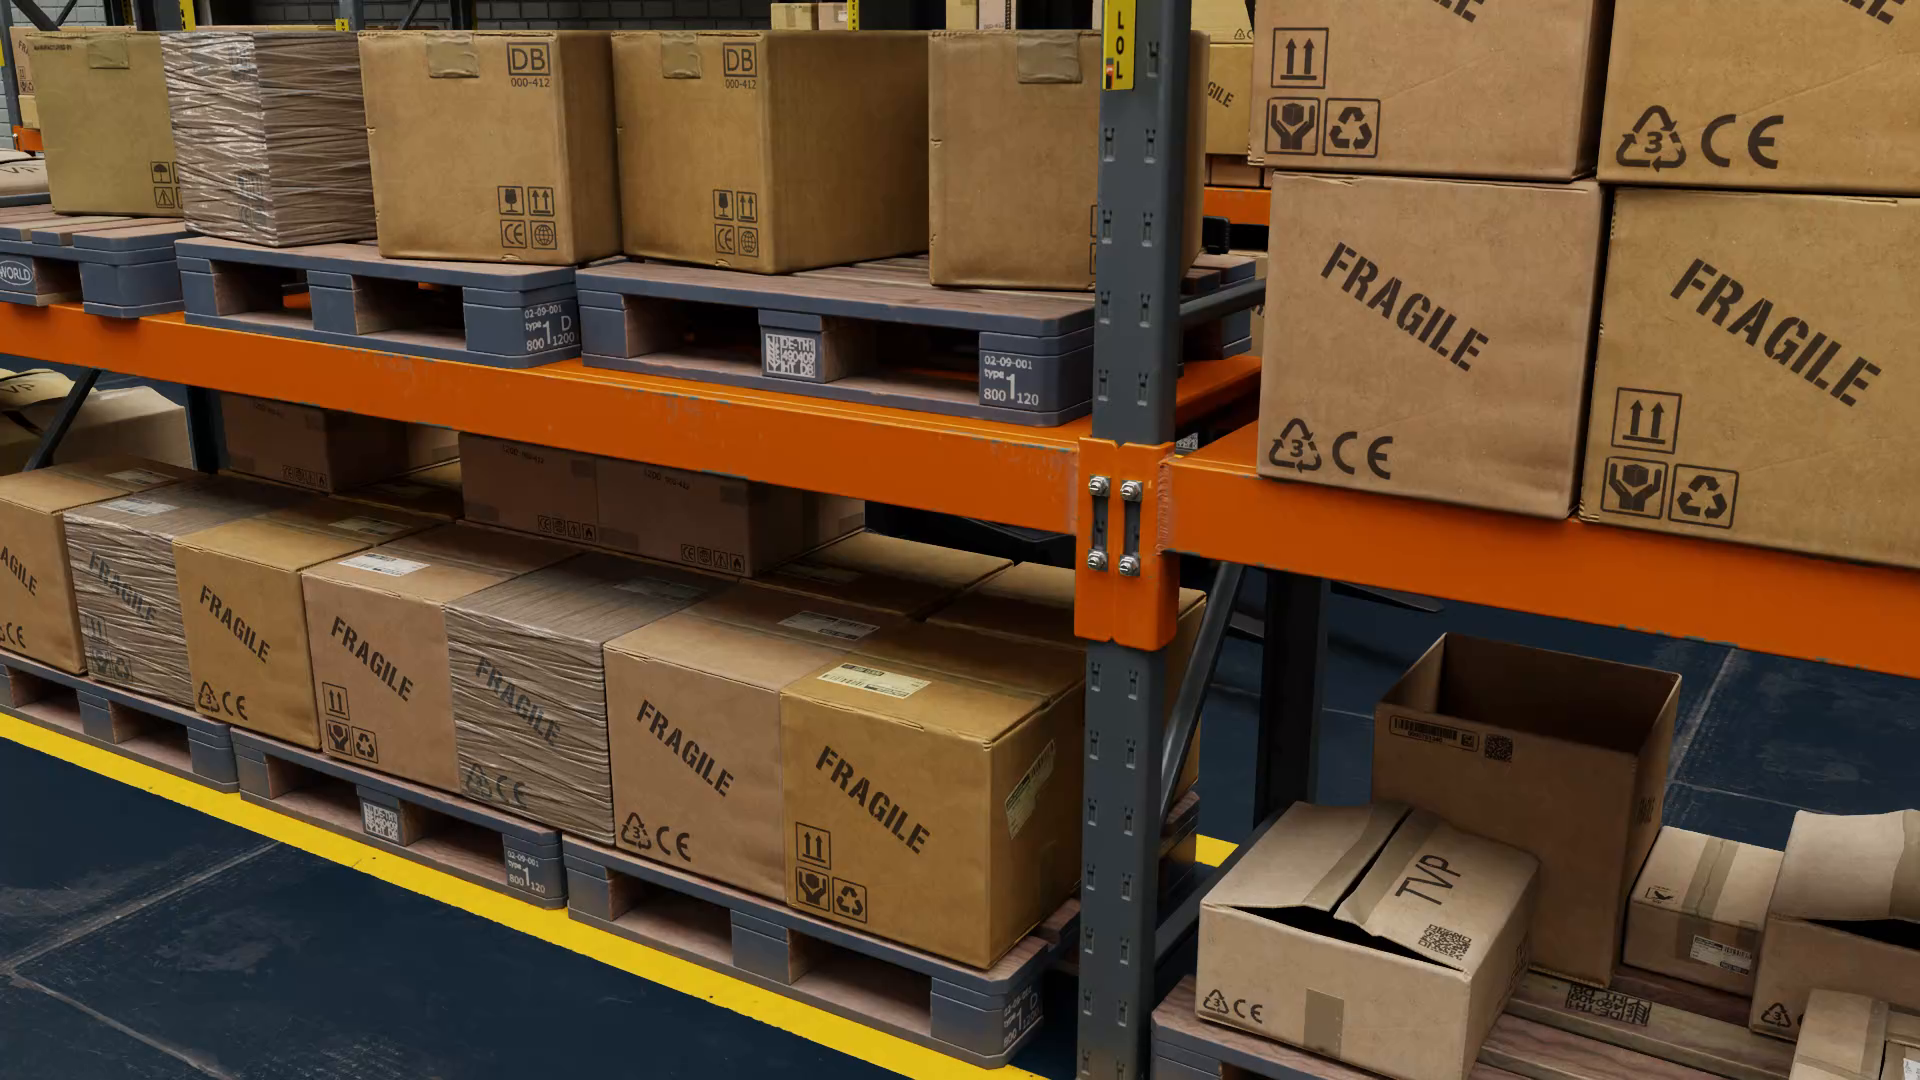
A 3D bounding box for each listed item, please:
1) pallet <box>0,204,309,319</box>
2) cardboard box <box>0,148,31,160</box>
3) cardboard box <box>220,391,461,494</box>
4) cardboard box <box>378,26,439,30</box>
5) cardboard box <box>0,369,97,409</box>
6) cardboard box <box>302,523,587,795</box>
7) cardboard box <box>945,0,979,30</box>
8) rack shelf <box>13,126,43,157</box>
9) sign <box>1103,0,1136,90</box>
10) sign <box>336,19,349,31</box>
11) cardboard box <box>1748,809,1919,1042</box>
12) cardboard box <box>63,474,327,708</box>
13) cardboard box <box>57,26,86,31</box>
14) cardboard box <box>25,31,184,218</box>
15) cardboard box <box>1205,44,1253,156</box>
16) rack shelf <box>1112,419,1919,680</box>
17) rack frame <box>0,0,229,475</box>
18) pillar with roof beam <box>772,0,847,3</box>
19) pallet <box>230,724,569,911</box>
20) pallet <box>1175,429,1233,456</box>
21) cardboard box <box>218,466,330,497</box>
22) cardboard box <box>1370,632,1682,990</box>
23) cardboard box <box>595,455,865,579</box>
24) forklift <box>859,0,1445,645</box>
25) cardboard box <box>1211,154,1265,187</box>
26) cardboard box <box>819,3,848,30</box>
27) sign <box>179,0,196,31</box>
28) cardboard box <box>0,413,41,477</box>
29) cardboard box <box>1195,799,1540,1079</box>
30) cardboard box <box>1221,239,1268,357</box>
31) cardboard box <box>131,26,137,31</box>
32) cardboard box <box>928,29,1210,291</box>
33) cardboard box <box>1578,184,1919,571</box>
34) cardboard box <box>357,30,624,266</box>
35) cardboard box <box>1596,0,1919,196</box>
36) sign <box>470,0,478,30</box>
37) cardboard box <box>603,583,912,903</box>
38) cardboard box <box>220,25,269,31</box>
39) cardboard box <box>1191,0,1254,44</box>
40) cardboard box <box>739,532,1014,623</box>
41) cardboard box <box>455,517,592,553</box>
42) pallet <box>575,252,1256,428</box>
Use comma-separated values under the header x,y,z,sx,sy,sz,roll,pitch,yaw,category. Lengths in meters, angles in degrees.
x,y,z,sx,sy,sz,roll,pitch,yaw,category
-2.253,-0.893,4.990,1.003,0.211,1.213,10,20,30,pallet
-3.528,-1.212,5.863,0.500,0.311,0.500,10,19,29,cardboard box
-1.898,-0.352,5.133,0.500,0.250,0.500,11,20,32,cardboard box
-3.978,-3.326,11.603,0.500,0.500,0.500,10,19,29,cardboard box
-3.612,-0.454,6.259,0.500,0.311,0.500,10,19,29,cardboard box
-1.308,0.289,4.312,0.500,0.500,0.500,9,19,28,cardboard box
-0.002,-2.719,8.663,0.500,0.250,0.500,11,20,31,cardboard box
-5.391,-2.866,12.394,4.000,0.370,1.077,10,20,30,rack shelf
0.253,-0.878,2.618,0.005,0.325,0.100,10,20,30,sign
-3.964,-3.185,10.716,0.005,0.325,0.100,10,20,30,sign
1.814,0.745,3.138,0.500,0.311,0.500,10,20,30,cardboard box
-2.180,0.133,4.825,0.500,0.500,0.500,9,19,28,cardboard box
-6.430,-3.587,12.461,0.500,0.500,0.500,10,20,30,cardboard box
-2.272,-1.251,4.945,0.500,0.500,0.700,4,17,12,cardboard box
1.313,-2.125,7.998,0.500,0.500,0.500,11,20,32,cardboard box
2.245,0.187,2.344,4.000,0.370,1.077,10,20,30,rack shelf
-2.868,-1.070,5.244,0.127,3.000,1.000,10,20,30,rack frame
-3.186,-4.514,6.259,0.400,9.000,9.100,10,20,30,pillar with roof beam
-1.216,0.573,4.633,1.213,0.211,1.003,10,20,30,pallet
1.389,-0.639,8.622,1.213,0.211,1.003,10,20,30,pallet
-1.948,-0.001,5.266,0.500,0.500,0.500,11,20,32,cardboard box
1.175,0.540,3.486,0.500,0.500,0.500,10,20,30,cardboard box
-0.596,-0.121,4.373,0.500,0.250,0.500,10,20,30,cardboard box
0.385,-1.257,5.977,1.130,2.935,3.031,-13,21,-36,forklift
1.414,-1.807,8.068,0.250,0.149,0.380,11,20,32,cardboard box
-0.588,-2.912,9.260,0.250,0.149,0.380,7,18,23,cardboard box
-2.592,-1.722,5.534,0.005,0.325,0.100,10,20,30,sign
-3.443,-0.243,5.562,0.500,0.311,0.500,11,20,31,cardboard box
0.785,0.732,3.181,0.500,0.311,0.500,10,20,30,cardboard box
1.749,-1.063,8.195,0.750,0.750,0.750,11,20,32,cardboard box
-5.547,-3.431,11.948,0.500,0.500,0.500,11,20,32,cardboard box
0.254,-0.838,3.585,0.500,0.500,0.700,4,17,12,cardboard box
1.271,-0.288,2.495,0.500,0.500,0.500,11,20,31,cardboard box
-0.997,-0.964,4.000,0.500,0.500,0.700,5,18,16,cardboard box
1.235,-0.768,2.358,0.500,0.500,0.500,9,19,28,cardboard box
-3.399,-3.598,11.574,0.005,0.325,0.100,10,20,30,sign
-0.446,0.442,3.808,0.500,0.500,0.500,10,20,30,cardboard box
-4.680,-3.273,11.427,0.500,0.500,0.500,10,20,30,cardboard box
1.298,-2.491,7.911,0.500,0.250,0.500,10,19,29,cardboard box
-0.204,0.311,4.239,0.500,0.500,0.500,10,20,31,cardboard box
-1.057,0.156,4.749,0.500,0.500,0.500,9,19,28,cardboard box
-0.083,-0.519,3.758,1.213,0.211,1.003,10,20,30,pallet
